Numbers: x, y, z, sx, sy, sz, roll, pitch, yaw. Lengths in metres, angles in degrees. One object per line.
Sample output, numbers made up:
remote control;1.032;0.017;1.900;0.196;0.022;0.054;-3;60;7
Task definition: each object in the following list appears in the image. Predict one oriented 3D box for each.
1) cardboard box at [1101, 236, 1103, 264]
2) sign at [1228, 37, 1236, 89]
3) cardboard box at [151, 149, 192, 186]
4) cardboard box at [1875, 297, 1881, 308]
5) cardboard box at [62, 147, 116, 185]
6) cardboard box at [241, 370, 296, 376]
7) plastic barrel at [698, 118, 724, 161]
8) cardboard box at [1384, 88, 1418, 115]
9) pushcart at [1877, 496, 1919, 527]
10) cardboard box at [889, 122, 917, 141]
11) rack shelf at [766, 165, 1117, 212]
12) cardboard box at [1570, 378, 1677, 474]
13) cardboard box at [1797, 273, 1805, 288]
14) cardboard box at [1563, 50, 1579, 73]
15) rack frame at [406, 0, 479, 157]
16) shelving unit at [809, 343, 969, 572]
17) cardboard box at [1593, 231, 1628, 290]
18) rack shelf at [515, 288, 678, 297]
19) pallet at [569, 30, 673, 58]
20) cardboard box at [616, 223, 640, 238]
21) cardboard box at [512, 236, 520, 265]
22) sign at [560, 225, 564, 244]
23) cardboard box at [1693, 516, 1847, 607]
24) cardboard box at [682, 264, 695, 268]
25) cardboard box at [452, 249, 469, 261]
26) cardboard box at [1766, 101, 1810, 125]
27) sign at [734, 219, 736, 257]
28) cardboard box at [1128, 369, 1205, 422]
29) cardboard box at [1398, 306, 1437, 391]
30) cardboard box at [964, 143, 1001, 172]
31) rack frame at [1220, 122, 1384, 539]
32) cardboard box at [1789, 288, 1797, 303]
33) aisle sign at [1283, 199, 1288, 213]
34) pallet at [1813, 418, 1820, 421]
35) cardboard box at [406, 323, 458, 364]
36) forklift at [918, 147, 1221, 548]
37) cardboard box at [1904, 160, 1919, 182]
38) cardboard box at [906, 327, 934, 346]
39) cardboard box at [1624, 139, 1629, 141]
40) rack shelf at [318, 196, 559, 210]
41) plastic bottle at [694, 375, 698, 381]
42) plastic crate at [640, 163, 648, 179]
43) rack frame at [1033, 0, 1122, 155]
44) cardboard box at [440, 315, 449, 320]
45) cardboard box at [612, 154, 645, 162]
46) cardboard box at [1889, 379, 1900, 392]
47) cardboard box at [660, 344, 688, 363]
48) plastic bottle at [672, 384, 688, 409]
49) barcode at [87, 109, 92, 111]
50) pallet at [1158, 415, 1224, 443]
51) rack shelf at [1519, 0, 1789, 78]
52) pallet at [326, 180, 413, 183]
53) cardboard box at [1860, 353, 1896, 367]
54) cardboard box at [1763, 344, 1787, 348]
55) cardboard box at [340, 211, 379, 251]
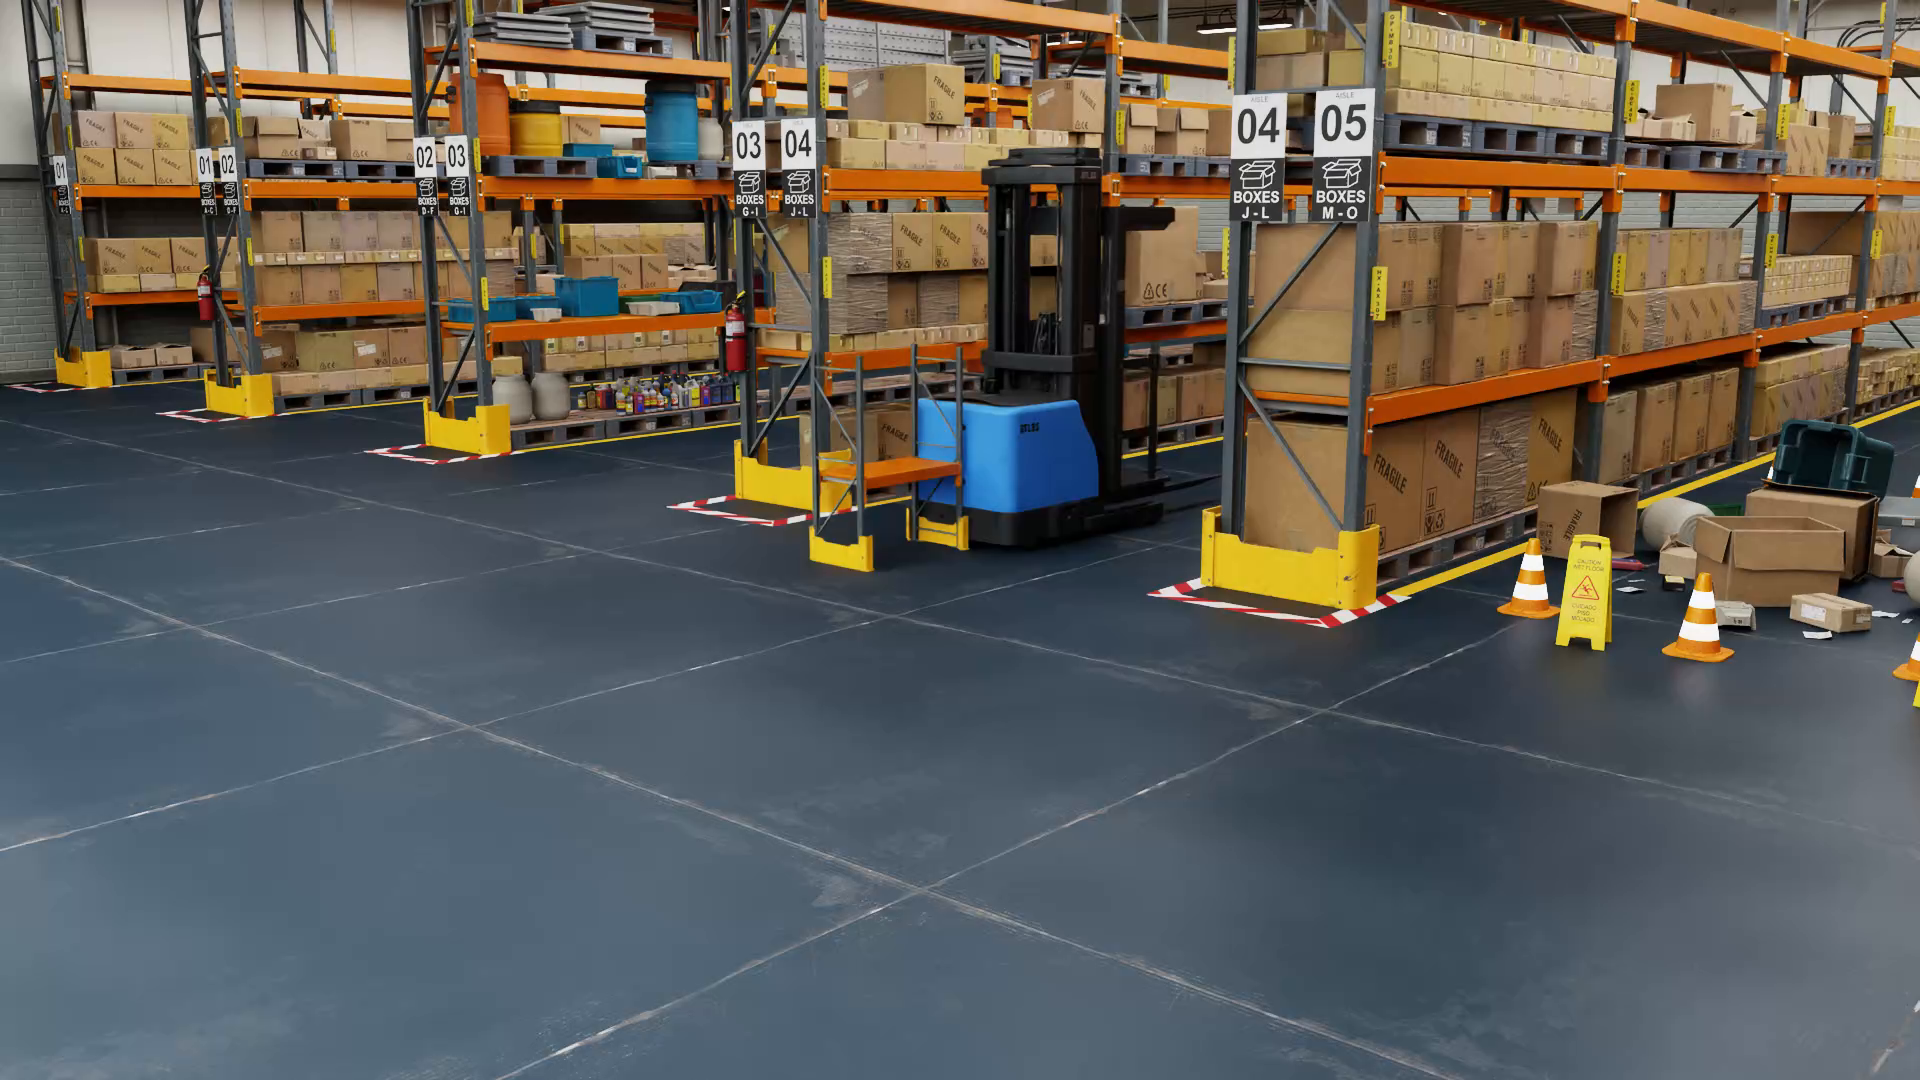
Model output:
cardboard box;1.058;-2.956;16.285;0.500;0.500;0.500;10;15;40
sign;1.769;-3.066;10.688;0.100;0.325;0.005;10;15;40
cardboard box;-11.525;-5.403;24.140;0.500;0.500;0.500;11;16;43
cardboard box;10.956;-2.902;20.225;0.380;0.149;0.250;9;14;38
cardboard box;-12.246;-5.252;23.383;0.500;0.500;0.500;10;15;42
cardboard box;-8.799;-2.040;21.214;0.500;0.250;0.500;10;15;40
plastic barrel;-3.004;-4.707;19.601;0.421;0.512;0.421;0;11;0
cardboard box;2.634;-2.740;10.424;0.380;0.149;0.250;10;15;41
pushcart;6.847;-0.093;12.212;1.648;0.377;0.936;4;12;21
cardboard box;-0.585;-3.497;14.268;0.380;0.149;0.250;11;15;43
rack shelf;-0.172;-3.196;15.234;1.077;0.370;4.000;10;15;40
cardboard box;5.789;-1.063;15.049;1.050;0.750;0.750;10;15;40
cardboard box;8.767;-2.768;17.722;0.380;0.149;0.250;10;15;40
cardboard box;4.307;-3.504;12.217;0.380;0.149;0.250;10;15;41
rack frame;-5.213;-5.366;16.603;1.000;3.000;0.127;10;15;40
shelving unit;-0.508;-0.627;12.020;0.587;1.500;1.083;10;15;41
cardboard box;5.131;-2.329;13.908;0.700;0.500;0.500;9;15;39
rack shelf;-4.970;-3.595;24.890;1.077;0.370;4.000;10;15;40
pallet;-3.901;-5.361;18.079;1.003;0.211;1.213;10;15;40
cardboard box;-6.199;-5.641;30.317;0.500;0.250;0.500;10;15;41
cardboard box;-8.025;-4.991;28.662;0.700;0.500;0.500;8;14;35
sign;-6.960;-5.342;29.047;0.100;0.325;0.005;10;15;40
cardboard box;5.210;0.136;10.747;0.797;0.503;0.637;0;11;1
cardboard box;-5.228;-5.152;31.438;0.380;0.149;0.250;10;15;40
cardboard box;-6.817;-3.839;22.365;0.380;0.149;0.250;10;15;40
cardboard box;8.401;-4.343;16.927;0.396;0.266;0.258;10;15;40
sign;-1.896;-2.581;14.214;0.100;0.325;0.005;10;15;40
cardboard box;2.268;-1.600;18.323;0.700;0.500;0.500;8;14;36
cardboard box;2.725;-1.346;11.407;0.875;0.550;0.550;10;15;40
cardboard box;0.026;-3.445;15.026;0.500;0.250;0.500;10;15;42
rack frame;2.167;-1.128;10.699;1.000;3.000;0.127;10;15;40
cardboard box;8.601;-2.586;17.569;0.380;0.149;0.250;10;15;42
aisle sign;5.617;-6.026;28.585;0.394;0.787;0.004;10;15;40
pallet;8.770;-1.231;18.335;1.003;0.211;1.213;10;15;40
cardboard box;-7.098;-2.637;22.286;0.500;0.500;0.500;10;15;40
forklift;0.995;-1.605;13.265;1.130;2.935;3.031;10;15;41
cardboard box;11.275;-4.474;20.176;0.500;0.250;0.500;11;15;43
cardboard box;-0.449;-1.816;14.788;0.380;0.149;0.250;10;15;40
cardboard box;5.457;-3.579;14.368;0.500;0.250;0.500;10;15;40
rack shelf;-8.694;-5.706;27.800;1.077;0.370;4.000;10;15;40
plastic bottle;-3.224;-1.842;20.085;0.061;0.283;0.133;10;15;40
plastic crate;-3.818;-4.183;18.878;0.336;0.188;0.450;10;15;40
rack frame;1.148;-5.314;16.343;1.000;3.000;0.127;10;15;40
cardboard box;-8.870;-3.546;28.068;0.700;0.500;0.500;10;15;41
cardboard box;-4.982;-5.531;24.395;0.500;0.250;0.500;8;14;36
cardboard box;11.735;-1.985;21.200;0.380;0.149;0.250;10;15;41
cardboard box;-4.486;-2.841;25.225;0.500;0.250;0.500;10;15;42
plastic bottle;-3.231;-1.662;19.203;0.152;0.276;0.135;10;15;41
barcode;-12.561;-6.179;23.990;0.001;0.075;0.075;10;15;40
pallet;2.466;-1.300;18.681;1.003;0.211;1.213;10;15;40
rack shelf;6.128;-4.404;14.641;1.077;0.370;4.000;10;15;40
pallet;-9.526;-5.750;26.661;1.213;0.211;1.003;10;15;40
cardboard box;11.674;-2.286;21.184;0.380;0.149;0.250;9;14;38
cardboard box;9.052;-2.088;18.902;0.500;0.250;0.500;10;15;42
cardboard box;-7.903;-3.978;21.400;0.700;0.500;0.500;10;15;41
